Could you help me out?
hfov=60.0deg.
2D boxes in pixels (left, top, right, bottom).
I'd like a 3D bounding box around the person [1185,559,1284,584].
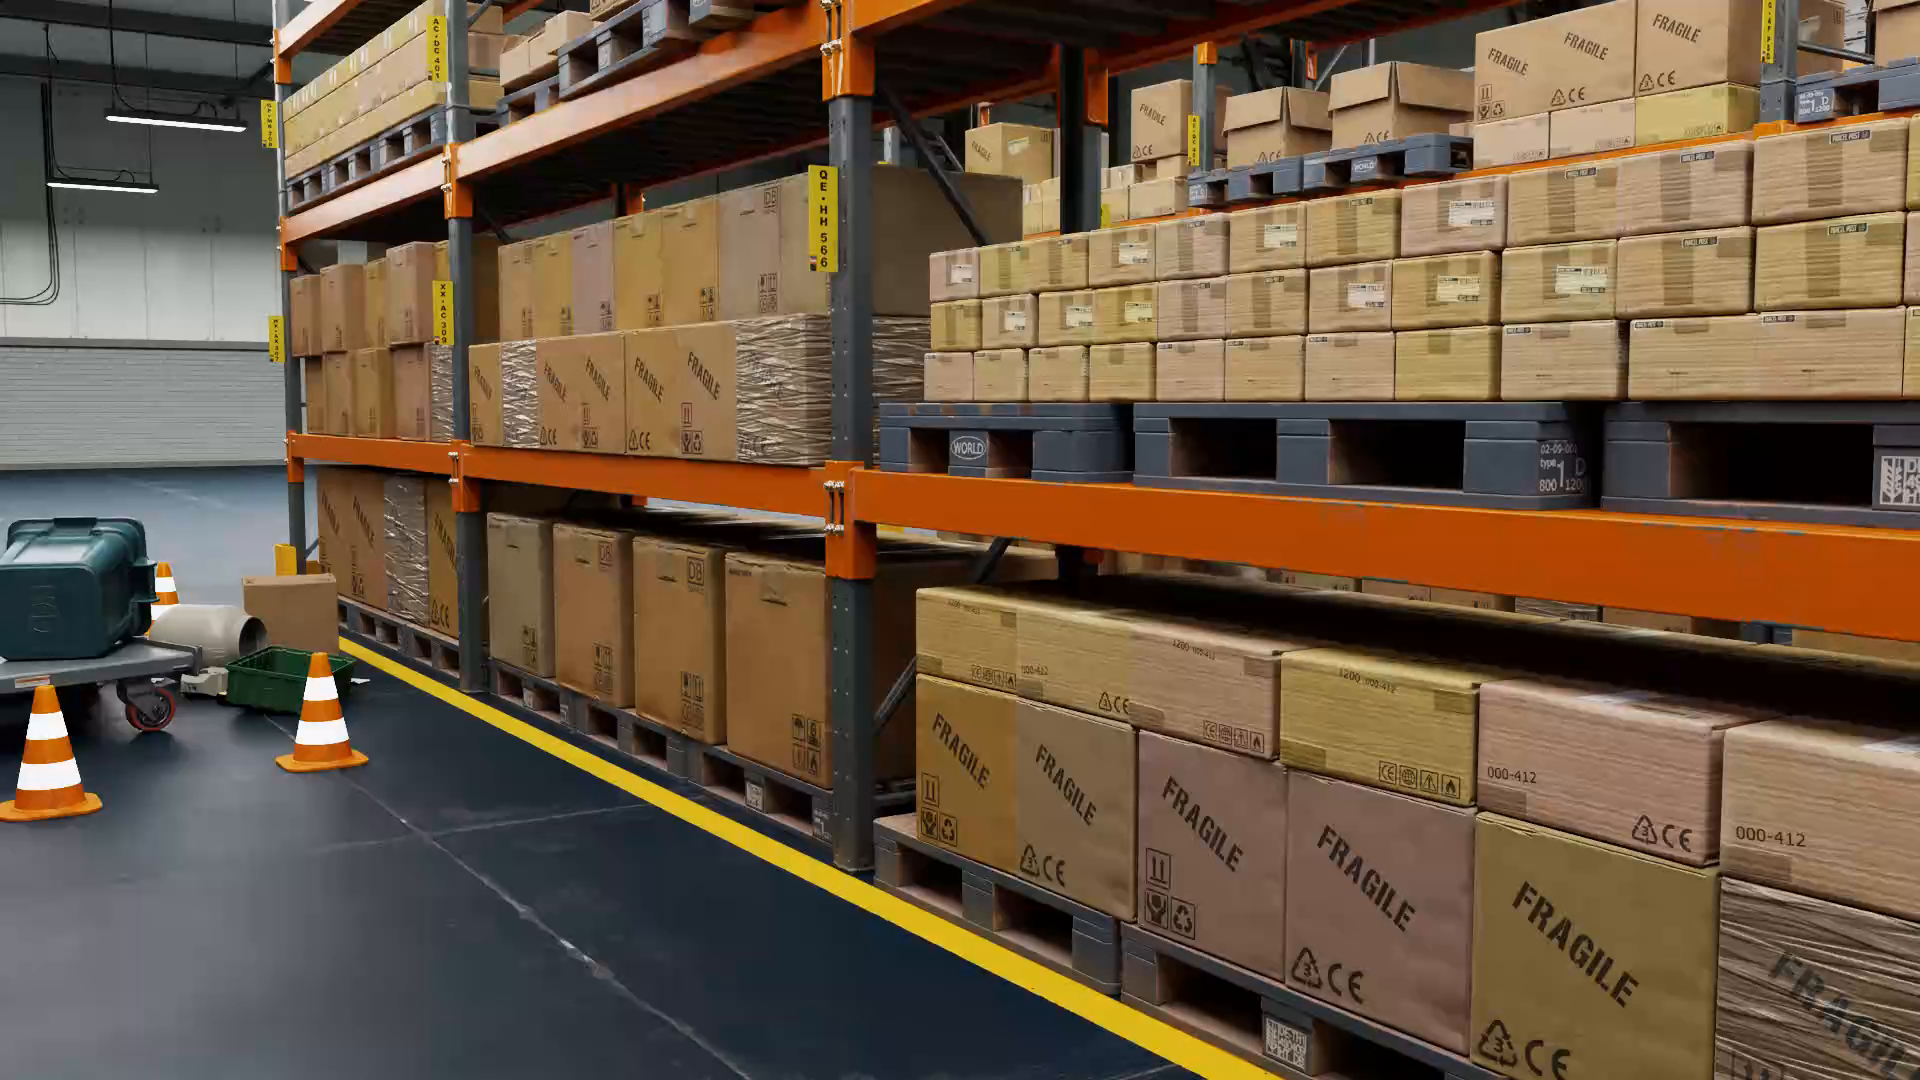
[{"bbox_3d":[1.354,0.001,7.836,0.541,1.673,1.021,-3,5,-30],"label":"person"}]
